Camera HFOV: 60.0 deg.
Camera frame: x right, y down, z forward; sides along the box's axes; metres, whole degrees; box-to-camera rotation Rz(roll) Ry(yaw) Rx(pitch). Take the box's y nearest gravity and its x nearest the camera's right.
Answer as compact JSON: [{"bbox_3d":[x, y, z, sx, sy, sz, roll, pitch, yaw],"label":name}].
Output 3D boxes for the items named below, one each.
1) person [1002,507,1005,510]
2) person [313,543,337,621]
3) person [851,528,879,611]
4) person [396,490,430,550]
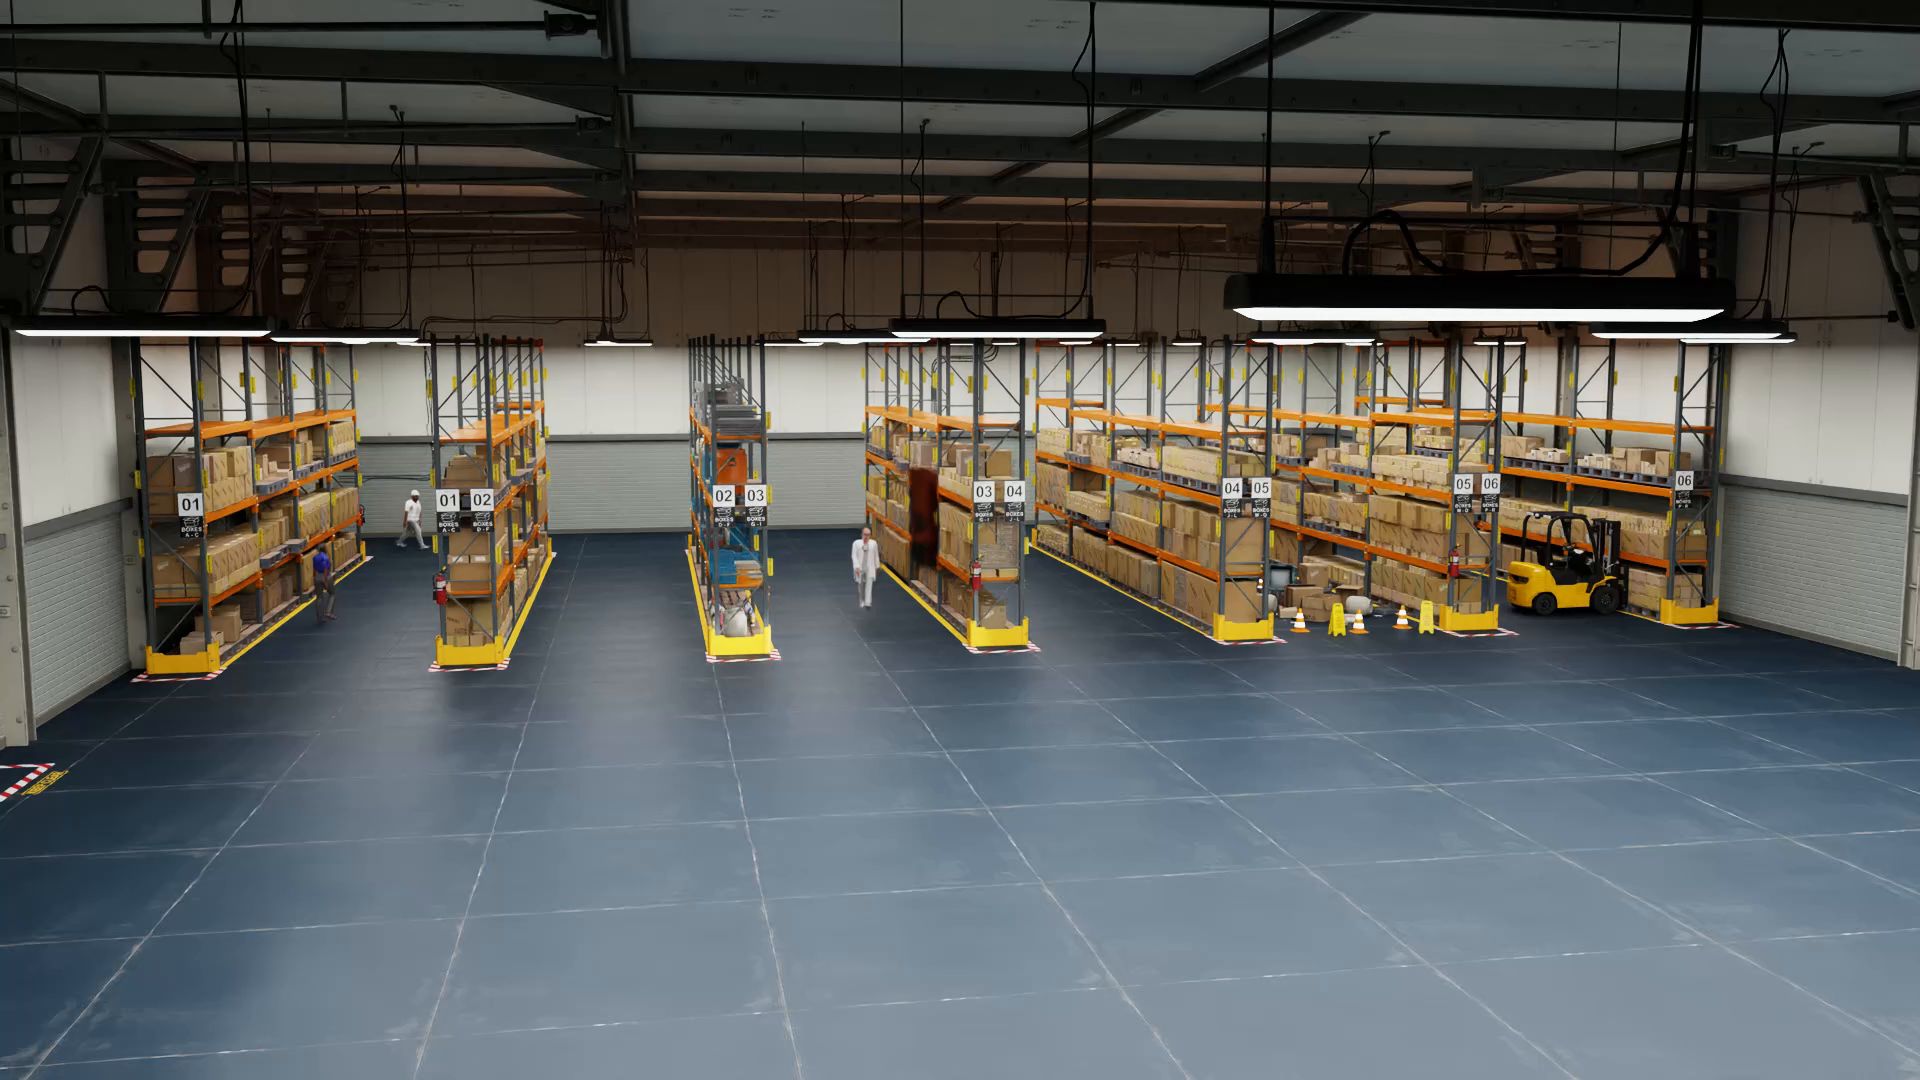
[{"bbox_3d":[1.527,-0.813,49.881,0.459,1.613,1.069,3,7,22],"label":"person"},{"bbox_3d":[-13.446,0.889,35.079,0.464,1.655,0.520,0,7,3],"label":"person"},{"bbox_3d":[-1.976,0.616,34.708,0.577,1.729,1.192,0,7,-2],"label":"person"},{"bbox_3d":[-15.676,-0.575,47.651,1.126,1.707,0.556,1,7,7],"label":"person"}]
